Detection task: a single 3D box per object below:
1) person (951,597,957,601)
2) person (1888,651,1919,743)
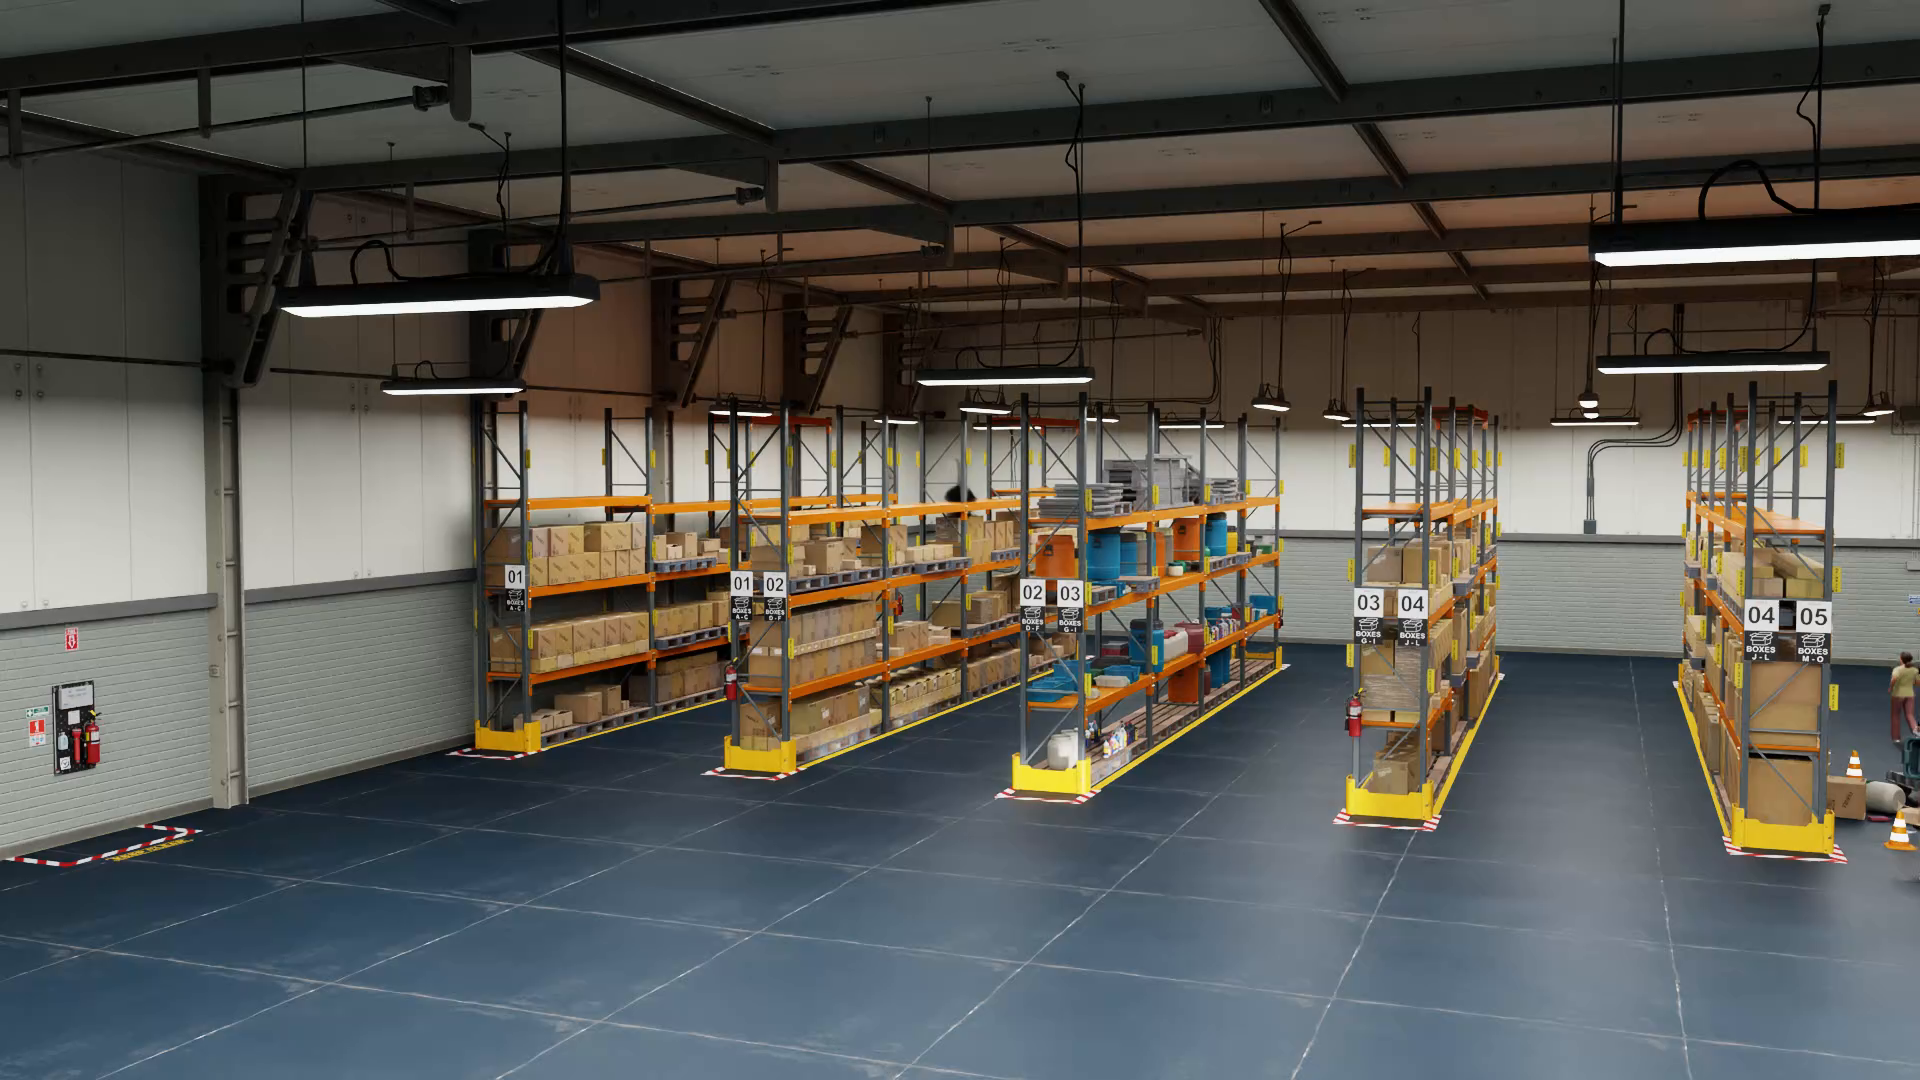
[{"bbox_3d":[-0.058,2.198,40.861,0.575,1.641,0.952,1,3,12],"label":"person"},{"bbox_3d":[16.475,2.757,29.002,0.574,1.644,0.903,1,3,11],"label":"person"}]
